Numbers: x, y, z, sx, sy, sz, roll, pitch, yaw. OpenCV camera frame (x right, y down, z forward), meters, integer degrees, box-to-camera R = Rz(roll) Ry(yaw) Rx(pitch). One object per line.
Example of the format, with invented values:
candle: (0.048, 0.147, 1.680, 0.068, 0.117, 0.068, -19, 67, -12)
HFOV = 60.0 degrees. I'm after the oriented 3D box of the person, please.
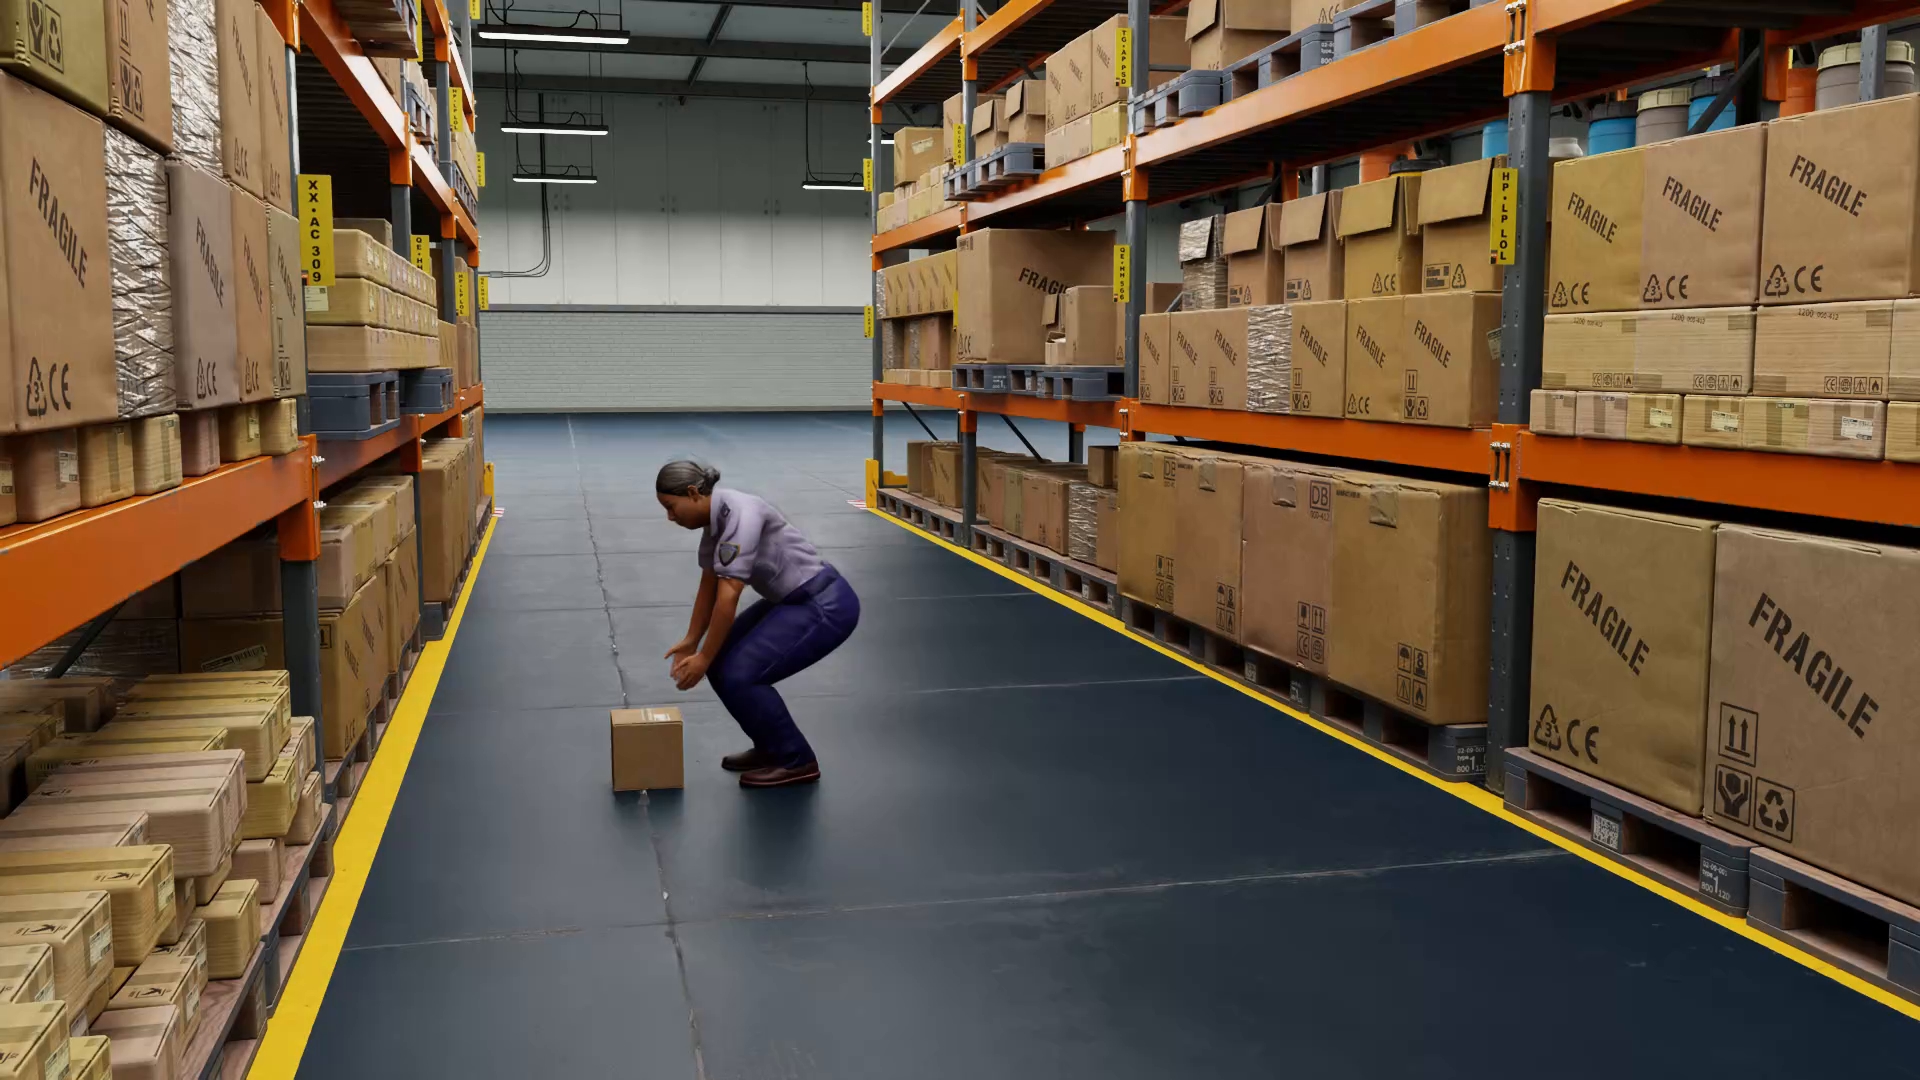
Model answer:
person: (-0.741, 0.303, 6.147, 0.741, 1.185, 0.536, -2, 6, -14)
